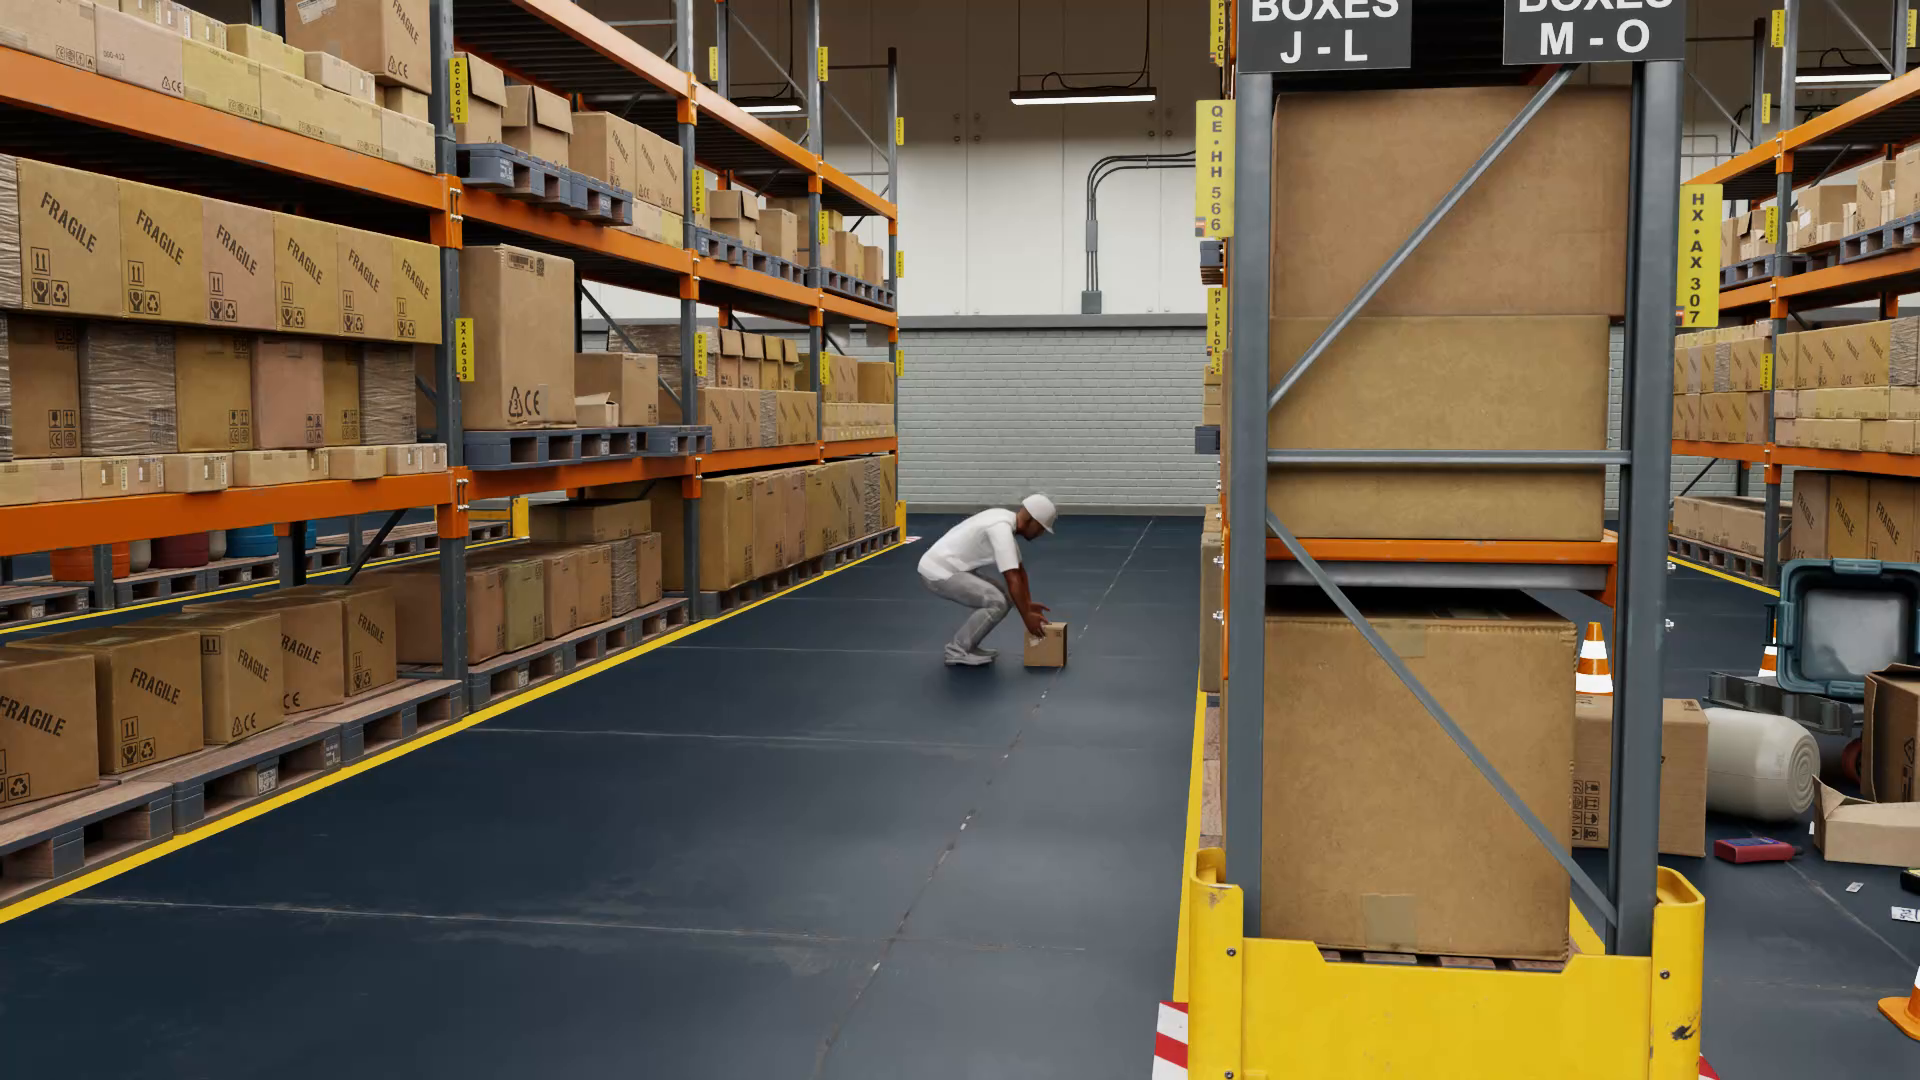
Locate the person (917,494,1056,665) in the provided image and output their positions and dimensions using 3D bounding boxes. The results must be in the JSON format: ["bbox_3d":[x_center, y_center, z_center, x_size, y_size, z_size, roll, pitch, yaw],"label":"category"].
[{"bbox_3d":[0.178,0.246,10.729,0.875,1.087,0.602,1,4,9],"label":"person"}]
